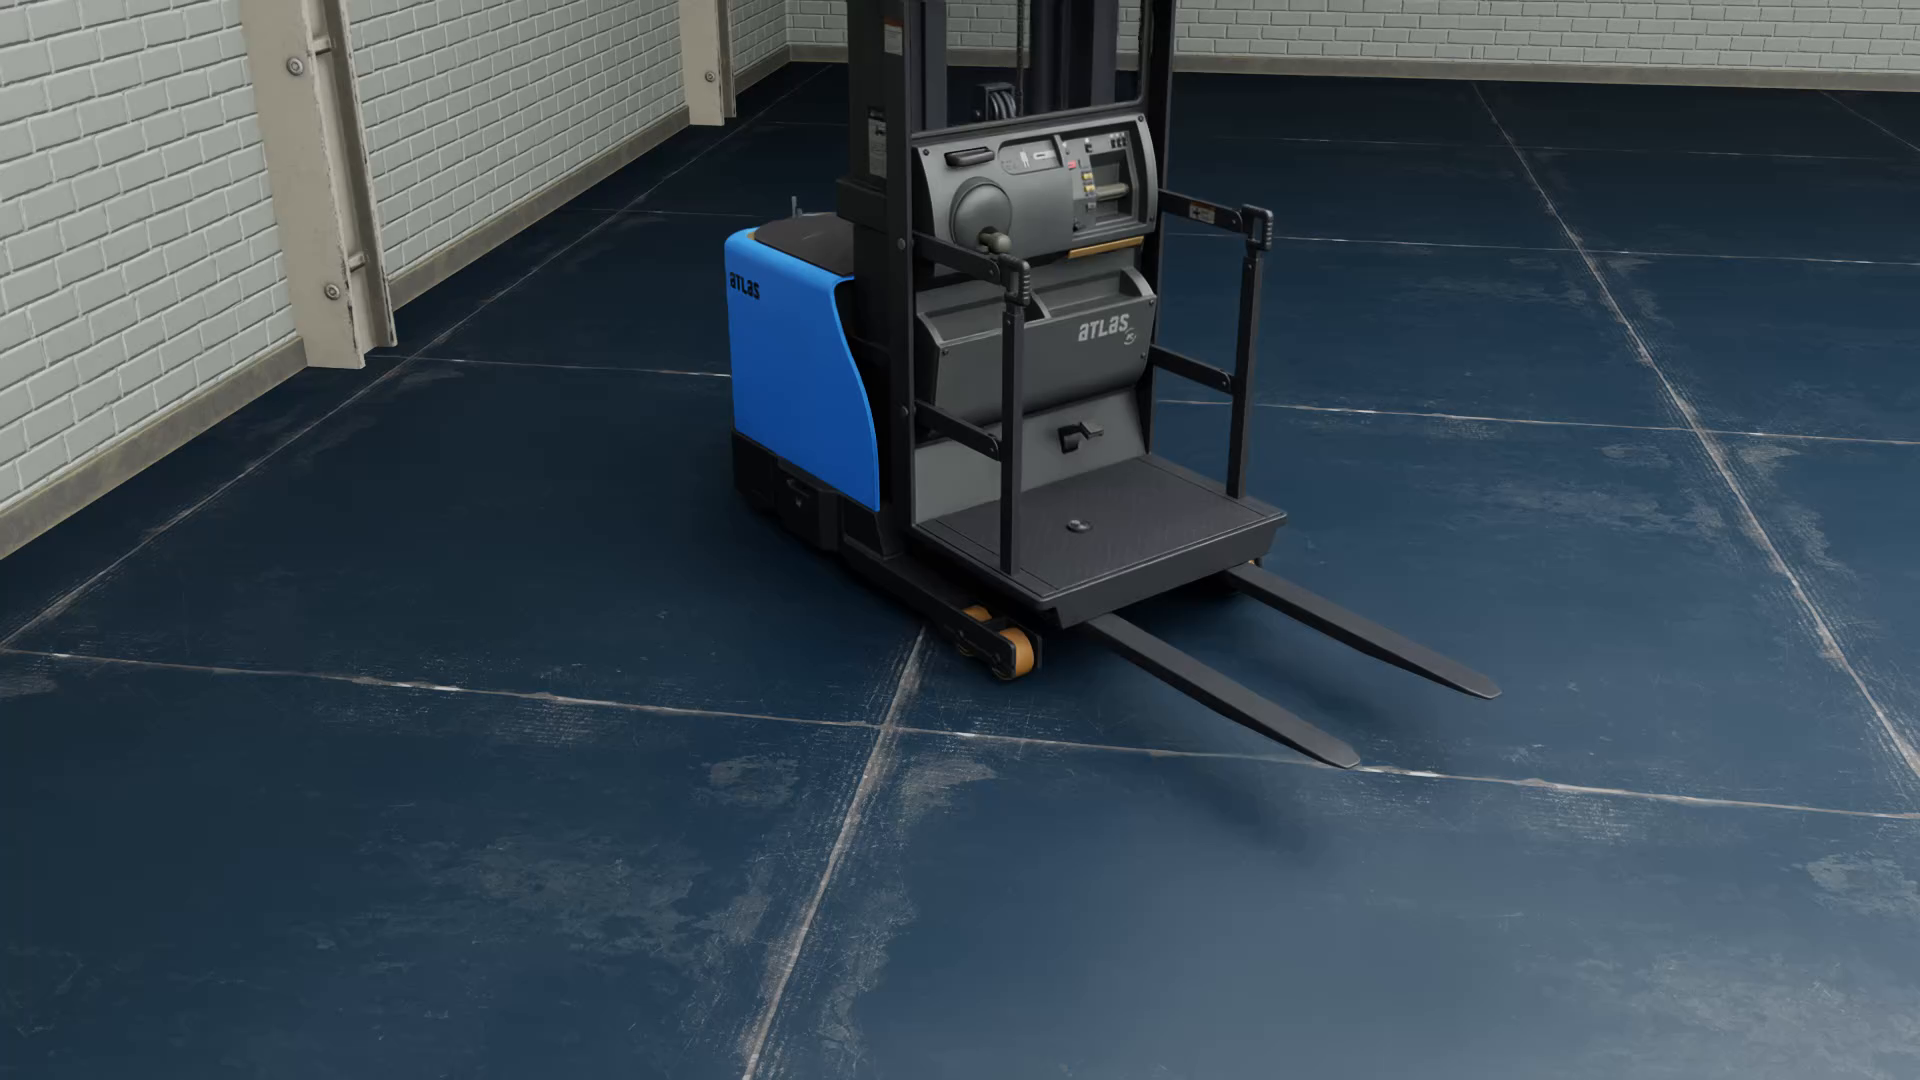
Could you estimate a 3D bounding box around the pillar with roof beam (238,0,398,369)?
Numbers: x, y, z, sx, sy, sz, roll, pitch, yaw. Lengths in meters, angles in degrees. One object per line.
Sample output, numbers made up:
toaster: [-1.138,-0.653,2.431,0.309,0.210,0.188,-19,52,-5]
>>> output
pillar with roof beam: [1.238,-4.694,5.663,9.100,9.000,0.400,4,25,9]

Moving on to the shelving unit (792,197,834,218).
shelving unit: [-0.559,-0.870,6.857,0.215,1.050,0.252,-4,23,-9]

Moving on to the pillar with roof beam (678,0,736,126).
pillar with roof beam: [2.219,-7.203,11.024,9.100,9.000,0.400,4,25,9]

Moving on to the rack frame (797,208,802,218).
rack frame: [-0.538,-0.823,6.747,0.200,1.050,0.008,-4,23,-9]

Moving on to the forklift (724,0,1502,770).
forklift: [0.392,-1.117,5.178,1.130,2.935,3.031,-18,30,-33]

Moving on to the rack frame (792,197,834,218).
rack frame: [-0.580,-0.916,6.968,0.200,1.050,0.008,-4,23,-9]
